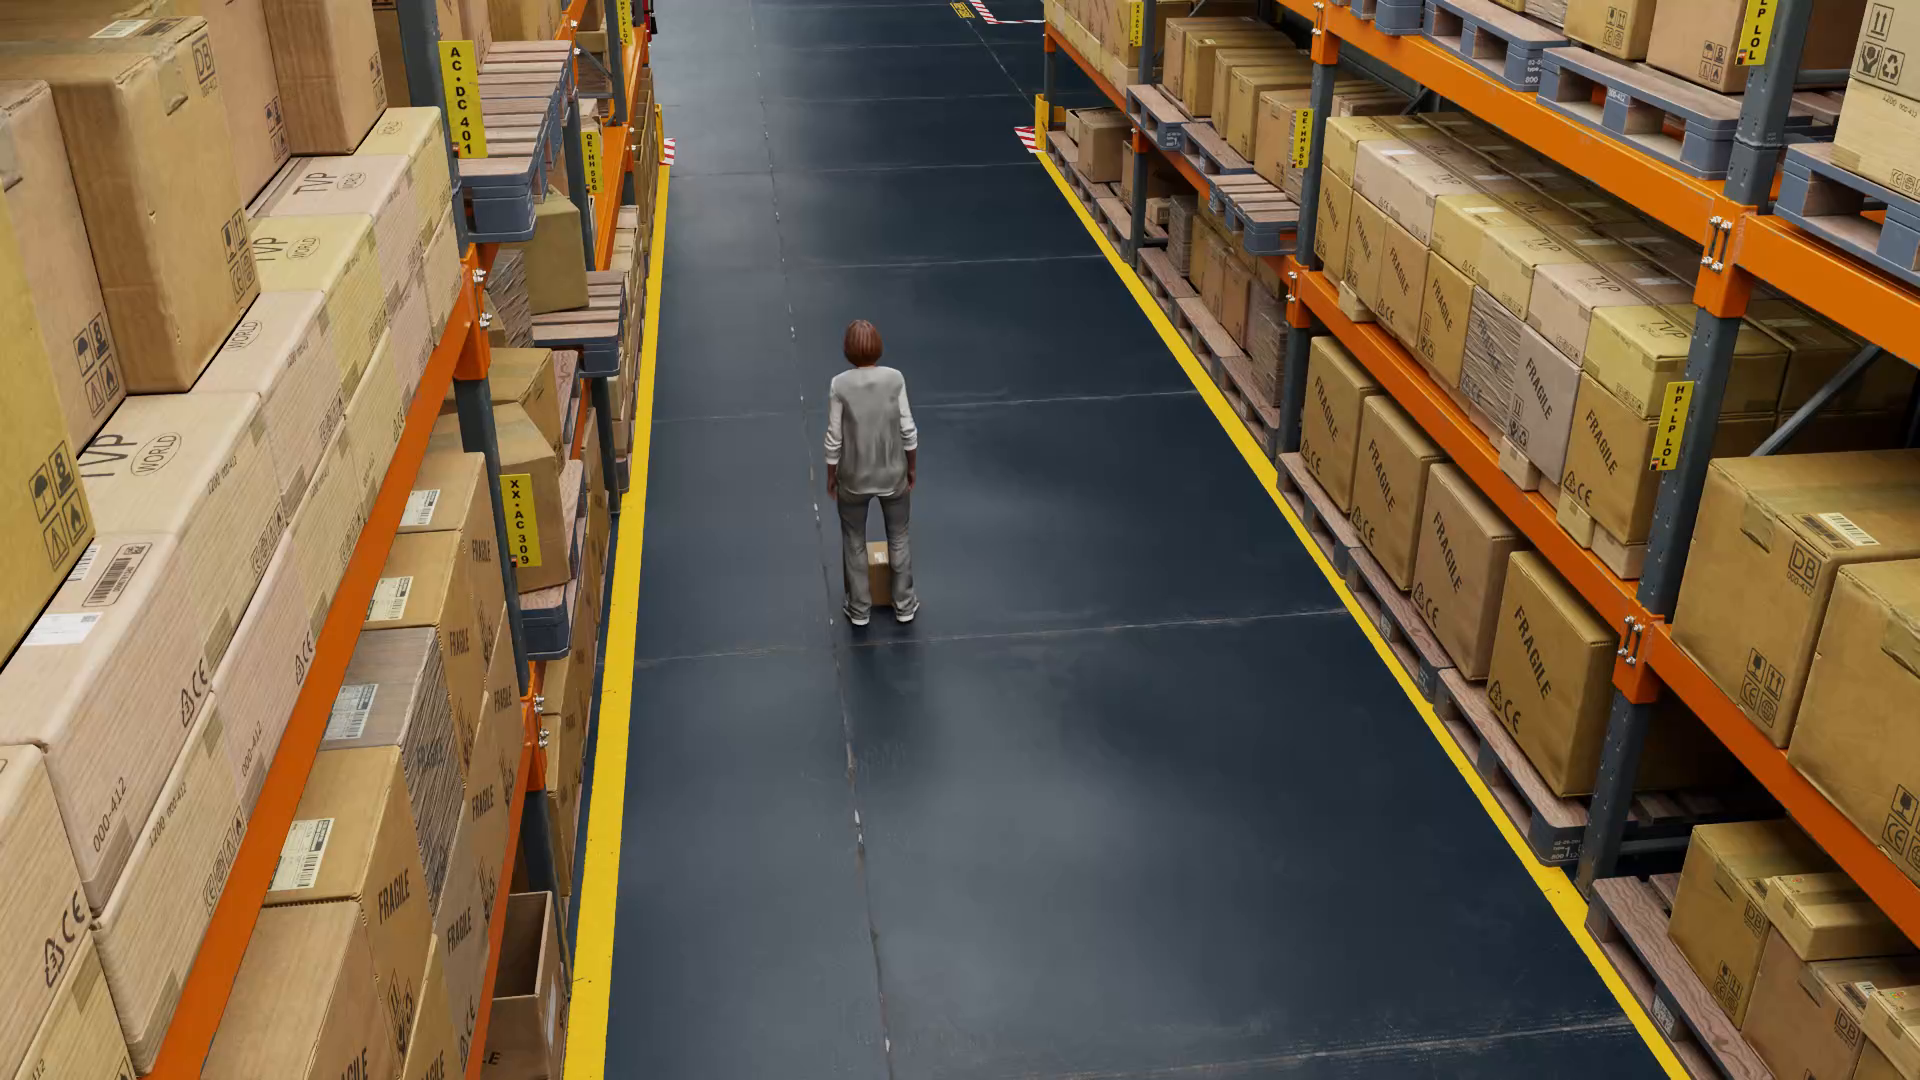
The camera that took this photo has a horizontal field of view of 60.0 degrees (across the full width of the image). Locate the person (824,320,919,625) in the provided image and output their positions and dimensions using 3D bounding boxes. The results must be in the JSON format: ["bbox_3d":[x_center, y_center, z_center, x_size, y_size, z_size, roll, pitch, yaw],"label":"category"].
[{"bbox_3d":[-0.433,-0.306,8.221,0.472,1.590,0.347,-5,28,-9],"label":"person"}]
